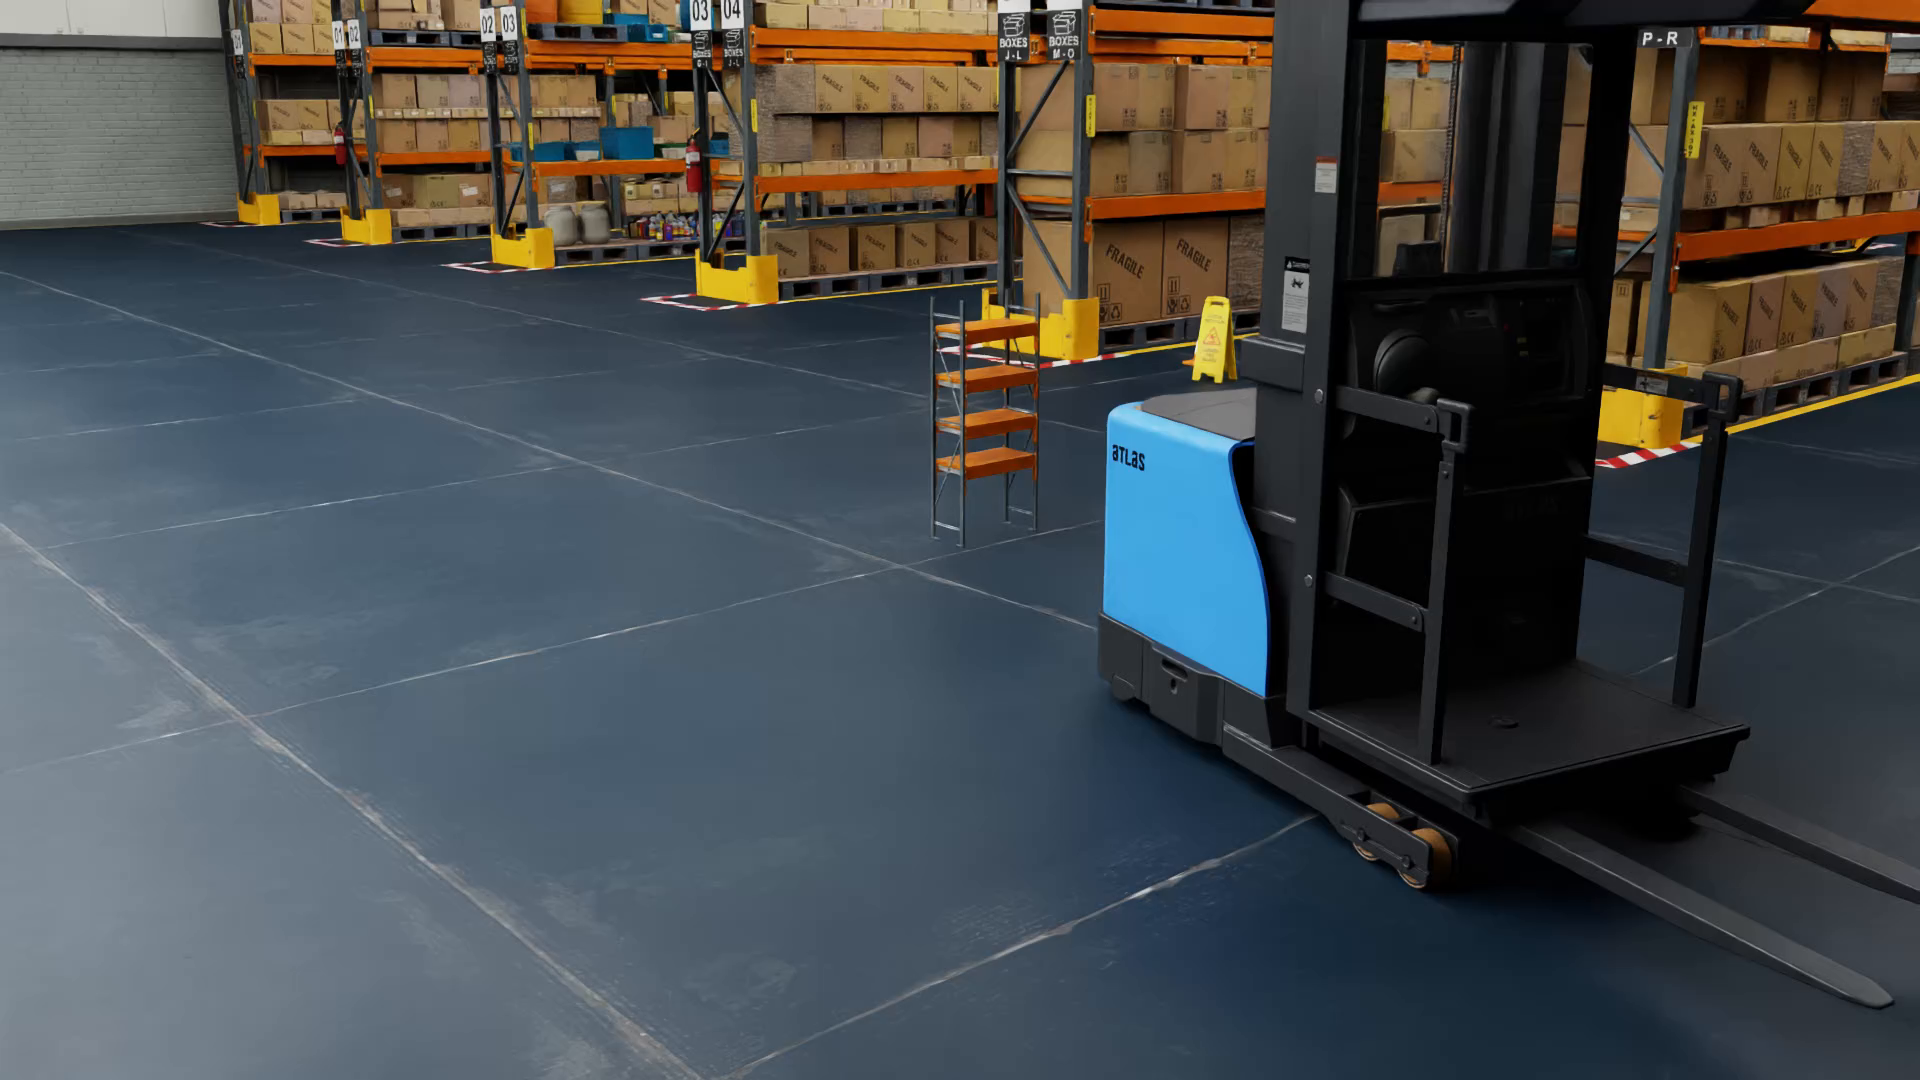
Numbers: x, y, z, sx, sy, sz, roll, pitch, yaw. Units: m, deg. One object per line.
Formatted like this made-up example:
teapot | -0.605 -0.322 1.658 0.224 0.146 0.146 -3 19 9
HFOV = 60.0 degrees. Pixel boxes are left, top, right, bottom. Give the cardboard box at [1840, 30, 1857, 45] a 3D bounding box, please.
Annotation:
cardboard box | 11.836 -6.874 22.648 0.500 0.250 0.500 -12 19 -37

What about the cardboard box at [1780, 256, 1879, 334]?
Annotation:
cardboard box | 6.388 -1.813 12.286 0.500 0.500 0.500 -12 19 -38

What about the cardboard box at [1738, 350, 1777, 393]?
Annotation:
cardboard box | 5.204 -1.180 11.369 0.500 0.250 0.500 -12 19 -37

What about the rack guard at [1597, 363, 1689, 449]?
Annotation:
rack guard | 4.081 -0.943 10.811 0.348 0.500 1.175 -13 19 -39

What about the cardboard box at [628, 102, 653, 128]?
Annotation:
cardboard box | -6.549 -8.494 33.192 0.700 0.500 0.500 13 20 40

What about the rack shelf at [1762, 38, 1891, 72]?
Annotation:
rack shelf | 11.259 -6.557 22.568 4.000 0.370 1.077 -13 19 -39

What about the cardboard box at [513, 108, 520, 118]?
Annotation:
cardboard box | -6.988 -6.733 26.193 0.250 0.149 0.380 -12 19 -38

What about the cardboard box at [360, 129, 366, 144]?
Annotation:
cardboard box | -10.506 -7.179 29.565 0.500 0.250 0.500 -12 19 -39

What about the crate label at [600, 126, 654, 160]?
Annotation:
crate label | -4.522 -5.413 22.633 0.616 0.435 0.502 -13 19 -39

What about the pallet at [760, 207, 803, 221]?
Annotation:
pallet | -3.593 -5.872 29.825 1.213 0.211 1.003 -13 19 -39

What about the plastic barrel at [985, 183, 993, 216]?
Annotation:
plastic barrel | 0.660 -5.627 26.895 0.708 0.830 0.600 -13 19 -39

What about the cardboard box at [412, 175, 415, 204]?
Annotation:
cardboard box | -9.975 -6.459 30.608 0.500 0.500 0.500 14 21 43

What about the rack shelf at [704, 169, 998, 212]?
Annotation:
rack shelf | -0.973 -4.058 19.024 4.000 0.370 1.077 -13 19 -39

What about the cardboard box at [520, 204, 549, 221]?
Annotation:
cardboard box | -6.922 -5.257 26.632 0.500 0.250 0.500 -13 19 -39

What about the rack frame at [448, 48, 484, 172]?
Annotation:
rack frame | -9.219 -7.637 31.030 0.127 3.000 1.000 -13 19 -39

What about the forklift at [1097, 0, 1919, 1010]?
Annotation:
forklift | 1.612 -0.577 4.729 1.130 2.935 3.031 -7 17 -25

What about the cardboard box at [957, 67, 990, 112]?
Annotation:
cardboard box | 0.001 -5.205 19.215 0.500 0.500 0.500 -13 19 -39

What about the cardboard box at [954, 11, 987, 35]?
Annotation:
cardboard box | -0.037 -5.907 19.029 0.500 0.250 0.500 -12 19 -38

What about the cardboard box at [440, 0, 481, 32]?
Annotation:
cardboard box | -7.549 -7.992 25.267 0.500 0.500 0.500 -13 19 -39

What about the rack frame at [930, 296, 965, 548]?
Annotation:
rack frame | -0.059 -0.566 8.045 0.015 1.200 0.240 -13 19 -39

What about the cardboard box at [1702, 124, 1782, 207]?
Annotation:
cardboard box | 4.952 -2.444 10.818 0.500 0.500 0.500 -12 19 -38

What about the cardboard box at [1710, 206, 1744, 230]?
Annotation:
cardboard box | 4.850 -2.108 10.817 0.250 0.149 0.380 -13 20 -41

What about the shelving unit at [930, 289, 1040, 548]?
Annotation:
shelving unit | 0.125 -0.608 8.200 0.503 1.200 0.258 -13 19 -39

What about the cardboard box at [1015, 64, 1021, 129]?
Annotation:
cardboard box | 1.227 -5.345 20.470 1.000 1.000 1.000 -12 19 -39

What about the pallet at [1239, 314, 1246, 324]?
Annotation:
pallet | 3.091 -2.301 16.455 1.213 0.211 1.003 -13 19 -39

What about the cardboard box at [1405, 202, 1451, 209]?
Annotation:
cardboard box | 5.557 -3.321 18.416 0.750 0.750 1.050 -12 19 -39

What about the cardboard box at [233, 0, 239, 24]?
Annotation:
cardboard box | -12.083 -9.074 28.426 0.500 0.500 0.500 -12 19 -37

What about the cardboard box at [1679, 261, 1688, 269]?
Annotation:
cardboard box | 4.881 -1.991 11.697 0.250 0.149 0.380 -12 19 -38

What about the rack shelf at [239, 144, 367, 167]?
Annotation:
rack shelf | -10.728 -6.951 29.854 4.000 0.370 1.077 -13 19 -39

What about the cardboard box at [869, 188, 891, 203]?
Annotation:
cardboard box | -1.643 -6.551 30.956 0.500 0.500 0.500 -13 20 -40

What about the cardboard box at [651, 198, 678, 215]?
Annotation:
cardboard box | -5.111 -5.655 28.121 0.500 0.250 0.500 -12 19 -38

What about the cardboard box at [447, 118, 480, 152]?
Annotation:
cardboard box | -7.850 -6.294 25.806 0.500 0.500 0.700 -12 19 -39

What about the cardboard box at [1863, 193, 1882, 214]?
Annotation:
cardboard box | 6.567 -2.507 12.312 0.250 0.149 0.380 -13 19 -39

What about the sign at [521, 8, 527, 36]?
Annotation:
sign | -5.375 -6.377 20.481 0.005 0.325 0.100 -13 19 -39

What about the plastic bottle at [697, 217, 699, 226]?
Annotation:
plastic bottle | -3.596 -4.350 23.135 0.133 0.283 0.061 -13 19 -39

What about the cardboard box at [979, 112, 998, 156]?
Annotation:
cardboard box | 0.156 -4.872 19.908 0.500 0.500 0.875 -13 19 -39

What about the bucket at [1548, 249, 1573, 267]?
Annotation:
bucket | 5.126 -2.443 14.980 0.620 0.611 0.726 5 12 -23

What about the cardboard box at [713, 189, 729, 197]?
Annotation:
cardboard box | -4.330 -6.101 28.707 0.500 0.311 0.500 -12 19 -38

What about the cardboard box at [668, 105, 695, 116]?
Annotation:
cardboard box | -5.667 -8.549 33.635 0.500 0.500 0.500 -12 19 -38

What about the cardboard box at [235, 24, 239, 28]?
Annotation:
cardboard box | -12.088 -8.587 28.540 0.500 0.500 0.500 -11 18 -35

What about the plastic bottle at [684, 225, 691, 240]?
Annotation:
plastic bottle | -3.752 -4.230 22.843 0.097 0.201 0.097 0 15 0

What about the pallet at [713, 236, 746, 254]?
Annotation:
pallet | -3.249 -4.256 23.774 1.213 0.211 1.003 -13 19 -39

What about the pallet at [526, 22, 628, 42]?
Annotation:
pallet | -5.045 -6.510 21.363 1.213 0.211 1.003 -13 19 -39

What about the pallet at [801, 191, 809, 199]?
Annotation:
pallet | -3.716 -7.500 35.919 1.213 0.211 1.003 -13 19 -39

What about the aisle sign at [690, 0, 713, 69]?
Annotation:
aisle sign | -2.725 -5.371 17.507 0.004 0.787 0.394 -13 19 -39

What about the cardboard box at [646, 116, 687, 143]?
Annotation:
cardboard box | -4.977 -6.938 28.218 0.500 0.500 0.500 -11 18 -35

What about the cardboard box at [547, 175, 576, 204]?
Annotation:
cardboard box | -6.555 -5.707 26.864 0.500 0.500 0.500 -13 19 -39

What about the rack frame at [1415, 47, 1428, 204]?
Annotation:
rack frame | 6.571 -6.100 25.273 0.127 3.000 1.000 -13 19 -39

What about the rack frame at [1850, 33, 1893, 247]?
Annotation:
rack frame | 12.768 -5.795 24.131 0.127 3.000 1.000 -13 19 -39

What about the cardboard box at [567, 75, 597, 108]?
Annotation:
cardboard box | -6.295 -7.272 26.956 0.500 0.500 0.700 -13 19 -39

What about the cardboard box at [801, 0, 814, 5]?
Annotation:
cardboard box | -1.753 -5.730 17.594 0.250 0.149 0.380 -13 20 -40

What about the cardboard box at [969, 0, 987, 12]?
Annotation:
cardboard box | 0.086 -6.116 19.039 0.250 0.149 0.380 -14 20 -42

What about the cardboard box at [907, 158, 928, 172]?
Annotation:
cardboard box | -0.575 -4.278 18.941 0.250 0.149 0.380 -13 19 -39

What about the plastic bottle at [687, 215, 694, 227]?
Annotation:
plastic bottle | -3.826 -4.483 23.655 0.097 0.271 0.097 0 15 0

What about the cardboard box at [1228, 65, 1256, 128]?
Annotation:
cardboard box | 2.184 -4.028 15.135 0.500 0.550 0.875 -13 19 -39

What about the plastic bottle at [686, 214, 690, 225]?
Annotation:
plastic bottle | -3.891 -4.501 23.700 0.133 0.283 0.061 -12 19 -37

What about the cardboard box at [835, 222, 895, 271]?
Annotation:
cardboard box | -1.086 -3.375 19.102 0.500 0.500 0.500 -10 18 -34
